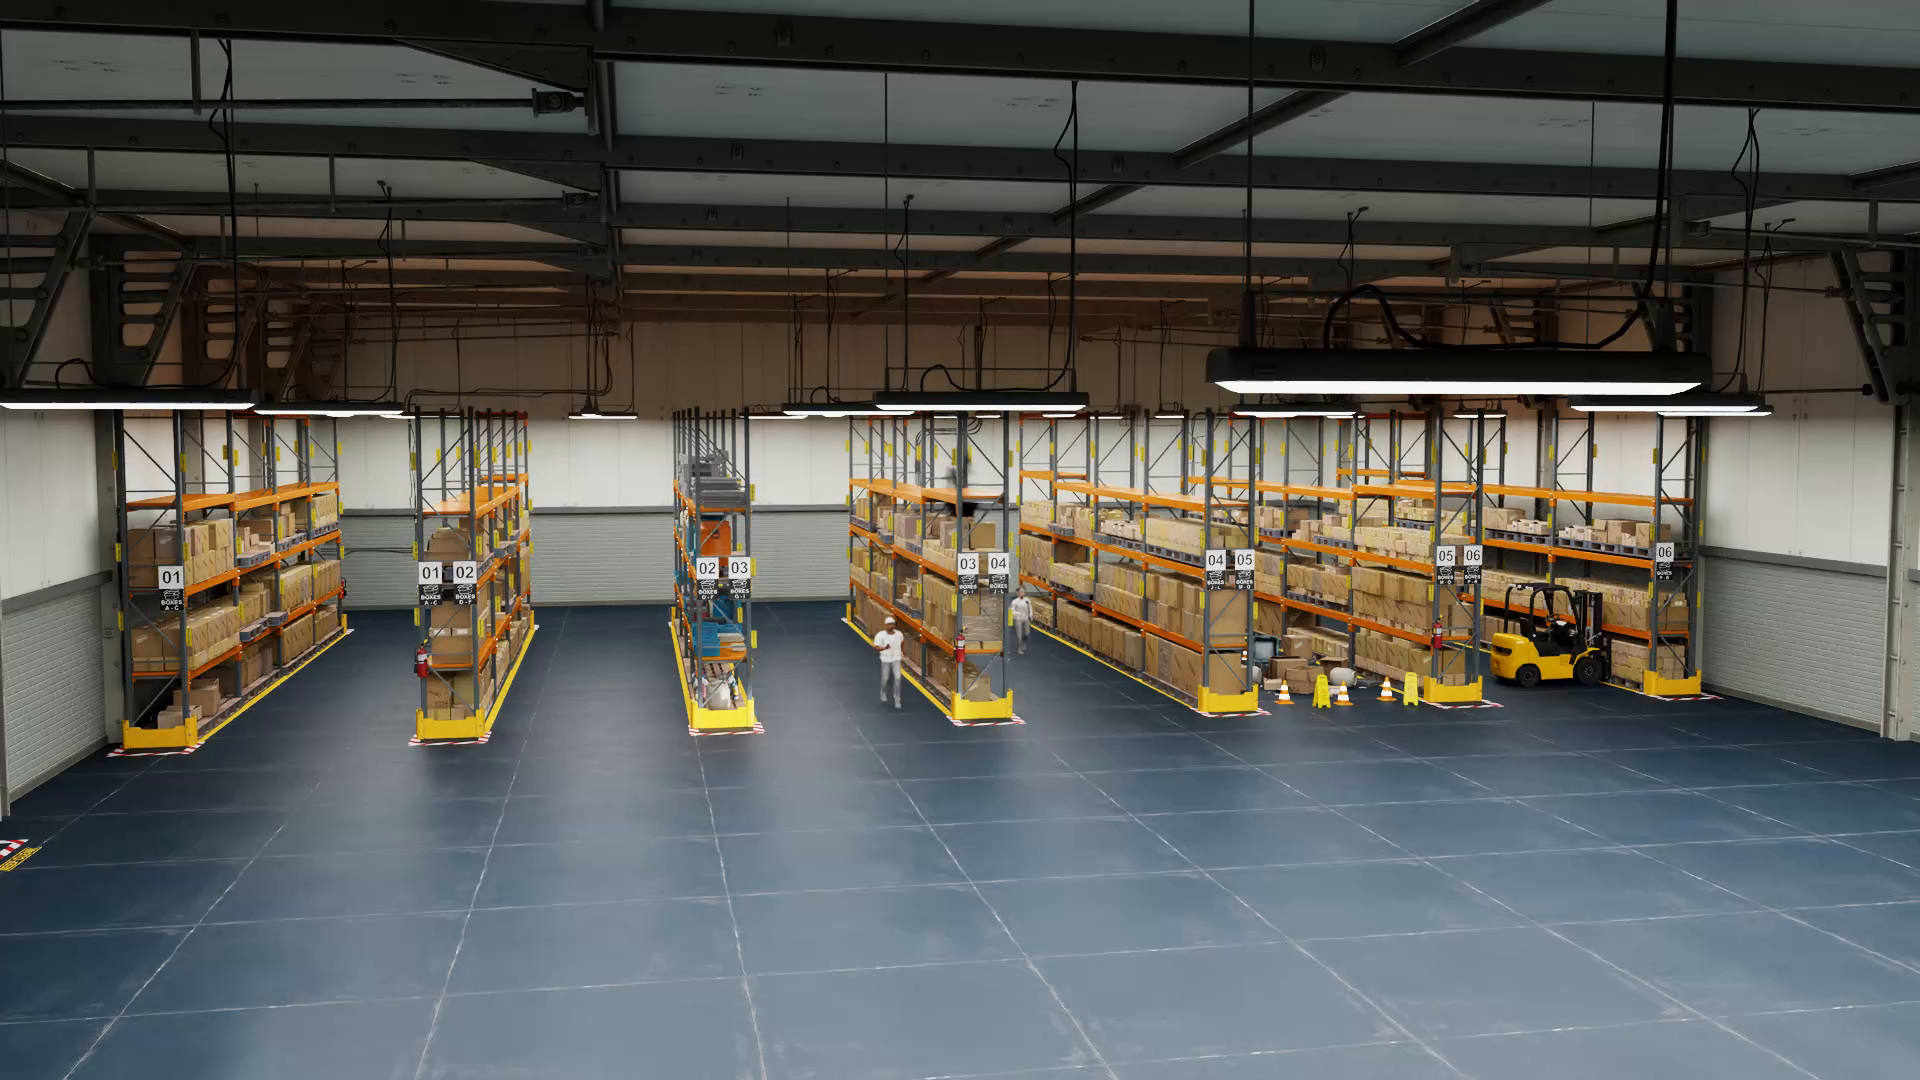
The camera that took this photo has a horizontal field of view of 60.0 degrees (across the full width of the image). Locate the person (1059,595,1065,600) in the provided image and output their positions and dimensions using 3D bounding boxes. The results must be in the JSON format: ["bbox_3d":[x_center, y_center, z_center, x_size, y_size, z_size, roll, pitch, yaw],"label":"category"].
[{"bbox_3d":[3.267,1.314,49.949,0.969,1.655,0.564,-1,4,-15],"label":"person"}]

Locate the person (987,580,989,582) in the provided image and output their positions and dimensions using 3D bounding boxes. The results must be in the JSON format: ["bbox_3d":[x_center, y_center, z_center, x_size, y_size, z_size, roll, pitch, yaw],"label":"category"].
[{"bbox_3d":[0.969,1.635,45.648,0.588,1.719,0.935,0,4,-1],"label":"person"}]

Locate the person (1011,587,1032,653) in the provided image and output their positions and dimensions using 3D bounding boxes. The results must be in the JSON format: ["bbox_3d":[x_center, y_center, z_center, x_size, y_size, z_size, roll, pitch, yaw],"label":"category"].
[{"bbox_3d":[1.547,1.978,40.960,0.597,1.660,0.567,-1,4,-13],"label":"person"}]

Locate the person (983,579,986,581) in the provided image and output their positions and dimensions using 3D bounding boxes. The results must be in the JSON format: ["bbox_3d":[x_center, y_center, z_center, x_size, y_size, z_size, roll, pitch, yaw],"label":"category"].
[{"bbox_3d":[0.482,1.531,48.337,0.586,1.537,0.501,2,4,21],"label":"person"}]

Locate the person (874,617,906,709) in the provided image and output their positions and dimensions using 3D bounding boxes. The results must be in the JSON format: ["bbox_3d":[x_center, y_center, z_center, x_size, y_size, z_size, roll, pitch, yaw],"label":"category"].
[{"bbox_3d":[-1.402,2.444,33.456,0.683,1.802,0.883,-1,4,-14],"label":"person"}]
